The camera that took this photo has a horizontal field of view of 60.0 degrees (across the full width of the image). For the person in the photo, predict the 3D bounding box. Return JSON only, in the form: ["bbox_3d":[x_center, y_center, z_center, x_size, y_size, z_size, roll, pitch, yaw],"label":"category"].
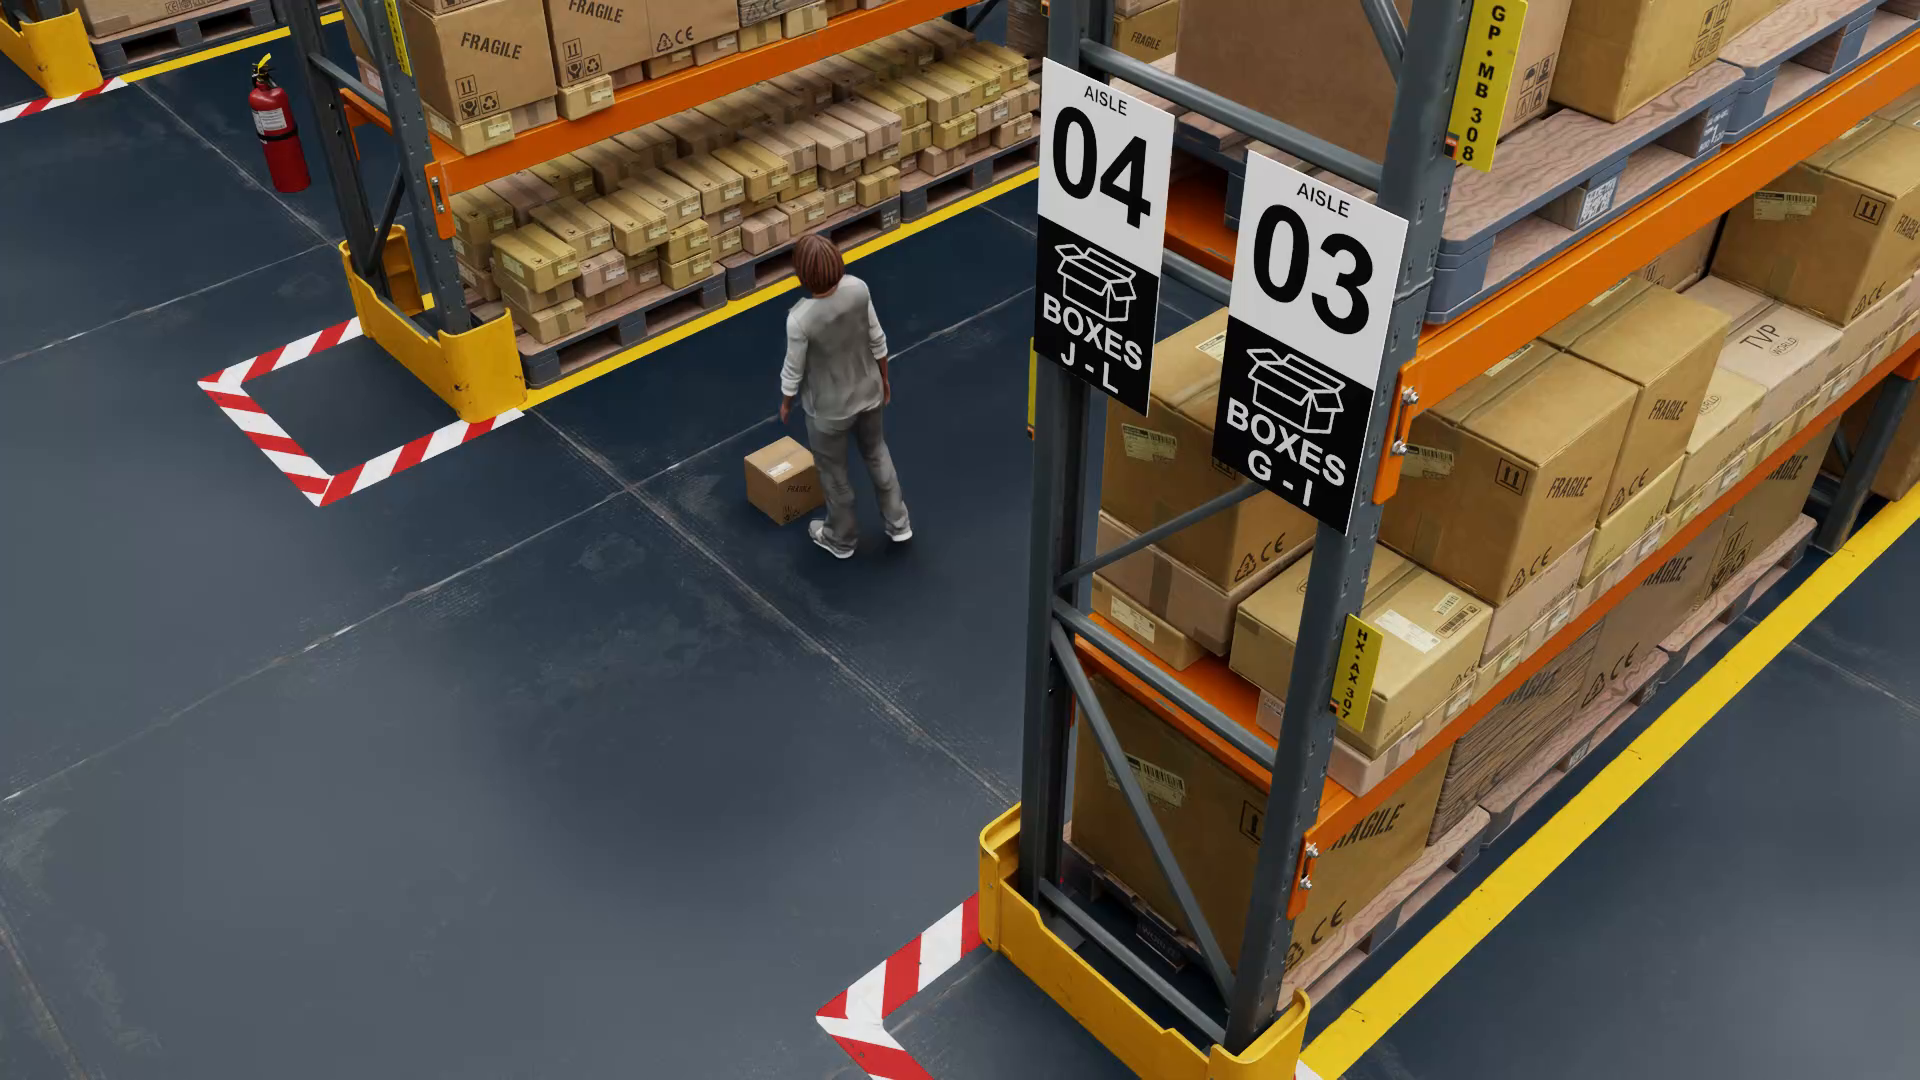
[{"bbox_3d":[-0.477,-0.491,6.915,0.523,1.391,0.411,-31,49,-31],"label":"person"}]
